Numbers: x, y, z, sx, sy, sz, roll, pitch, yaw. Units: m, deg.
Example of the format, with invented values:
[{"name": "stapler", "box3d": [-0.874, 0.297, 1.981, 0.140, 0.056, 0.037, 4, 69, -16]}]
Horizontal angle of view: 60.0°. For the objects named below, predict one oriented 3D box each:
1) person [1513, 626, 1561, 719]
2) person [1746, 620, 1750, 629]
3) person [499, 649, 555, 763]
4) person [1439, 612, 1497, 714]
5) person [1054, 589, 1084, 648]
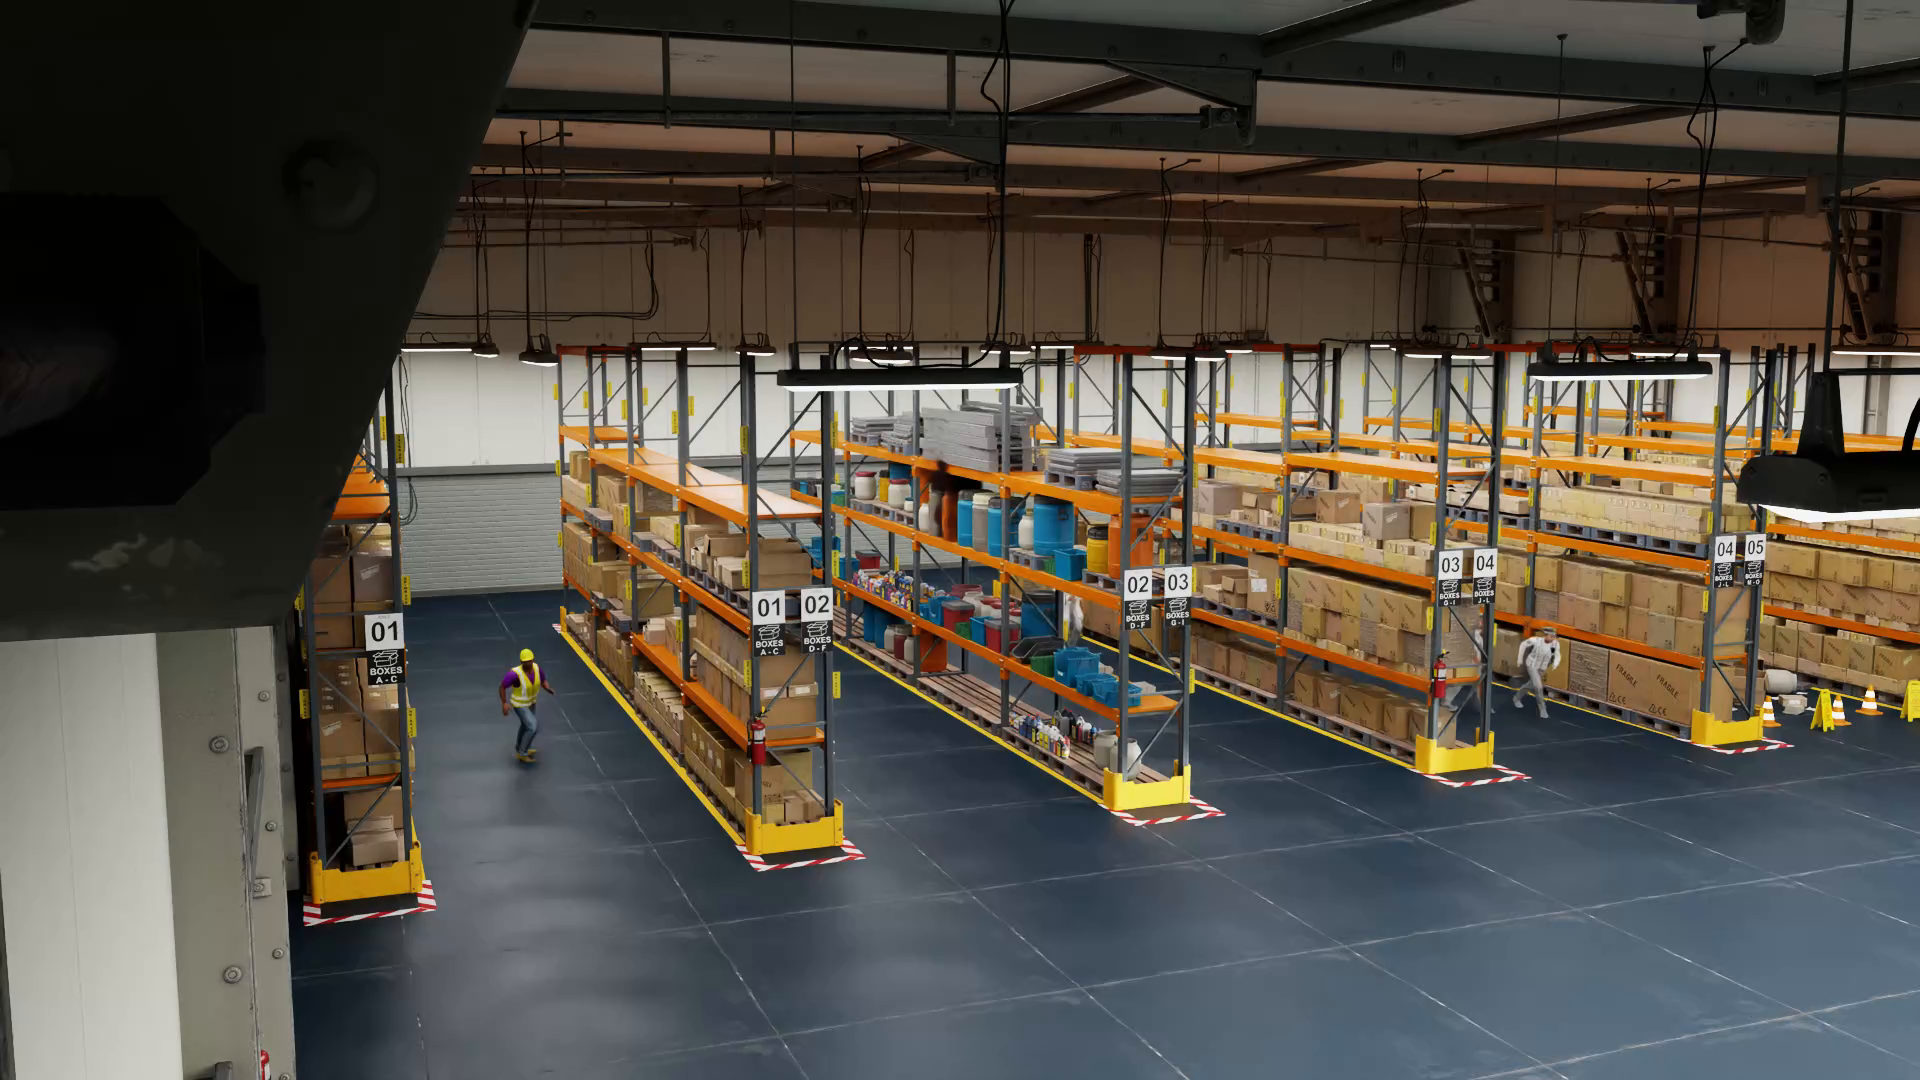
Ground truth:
[{"name": "person", "box3d": [9.473, 2.107, 27.329, 0.610, 1.508, 0.978, -1, 7, -10]}, {"name": "person", "box3d": [15.903, 1.161, 34.158, 0.574, 1.660, 0.866, -3, 8, -24]}, {"name": "person", "box3d": [-6.329, 2.429, 24.419, 0.826, 1.723, 0.682, 3, 8, 22]}, {"name": "person", "box3d": [8.378, 2.049, 27.390, 0.887, 1.771, 0.642, 5, 9, 32]}, {"name": "person", "box3d": [2.056, 1.324, 31.086, 0.683, 1.837, 0.846, -3, 8, -21]}]
